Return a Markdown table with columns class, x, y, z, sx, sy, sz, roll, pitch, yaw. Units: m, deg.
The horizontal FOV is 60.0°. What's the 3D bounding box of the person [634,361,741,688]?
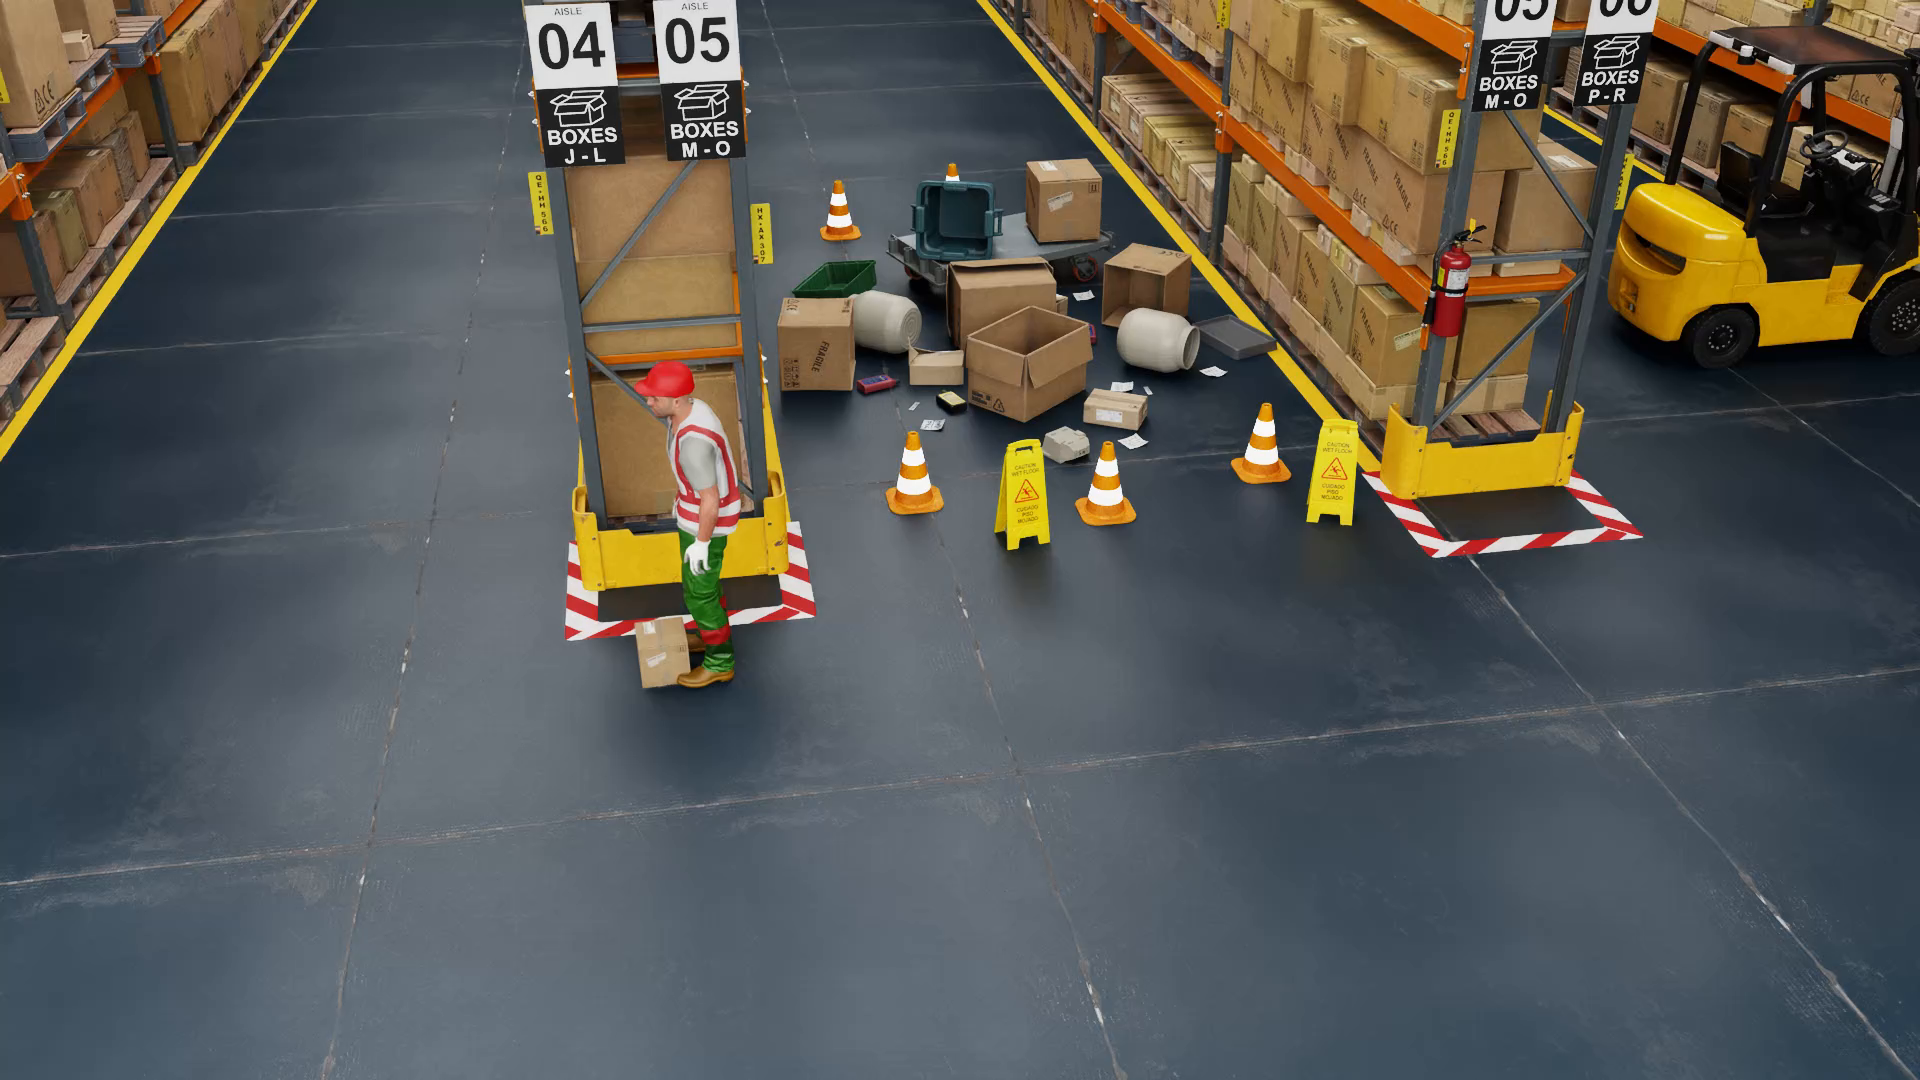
| class | x | y | z | sx | sy | sz | roll | pitch | yaw |
| --- | --- | --- | --- | --- | --- | --- | --- | --- | --- |
| person | -1.319 | -0.088 | 8.274 | 0.451 | 1.779 | 0.618 | -7 | 31 | -12 |
